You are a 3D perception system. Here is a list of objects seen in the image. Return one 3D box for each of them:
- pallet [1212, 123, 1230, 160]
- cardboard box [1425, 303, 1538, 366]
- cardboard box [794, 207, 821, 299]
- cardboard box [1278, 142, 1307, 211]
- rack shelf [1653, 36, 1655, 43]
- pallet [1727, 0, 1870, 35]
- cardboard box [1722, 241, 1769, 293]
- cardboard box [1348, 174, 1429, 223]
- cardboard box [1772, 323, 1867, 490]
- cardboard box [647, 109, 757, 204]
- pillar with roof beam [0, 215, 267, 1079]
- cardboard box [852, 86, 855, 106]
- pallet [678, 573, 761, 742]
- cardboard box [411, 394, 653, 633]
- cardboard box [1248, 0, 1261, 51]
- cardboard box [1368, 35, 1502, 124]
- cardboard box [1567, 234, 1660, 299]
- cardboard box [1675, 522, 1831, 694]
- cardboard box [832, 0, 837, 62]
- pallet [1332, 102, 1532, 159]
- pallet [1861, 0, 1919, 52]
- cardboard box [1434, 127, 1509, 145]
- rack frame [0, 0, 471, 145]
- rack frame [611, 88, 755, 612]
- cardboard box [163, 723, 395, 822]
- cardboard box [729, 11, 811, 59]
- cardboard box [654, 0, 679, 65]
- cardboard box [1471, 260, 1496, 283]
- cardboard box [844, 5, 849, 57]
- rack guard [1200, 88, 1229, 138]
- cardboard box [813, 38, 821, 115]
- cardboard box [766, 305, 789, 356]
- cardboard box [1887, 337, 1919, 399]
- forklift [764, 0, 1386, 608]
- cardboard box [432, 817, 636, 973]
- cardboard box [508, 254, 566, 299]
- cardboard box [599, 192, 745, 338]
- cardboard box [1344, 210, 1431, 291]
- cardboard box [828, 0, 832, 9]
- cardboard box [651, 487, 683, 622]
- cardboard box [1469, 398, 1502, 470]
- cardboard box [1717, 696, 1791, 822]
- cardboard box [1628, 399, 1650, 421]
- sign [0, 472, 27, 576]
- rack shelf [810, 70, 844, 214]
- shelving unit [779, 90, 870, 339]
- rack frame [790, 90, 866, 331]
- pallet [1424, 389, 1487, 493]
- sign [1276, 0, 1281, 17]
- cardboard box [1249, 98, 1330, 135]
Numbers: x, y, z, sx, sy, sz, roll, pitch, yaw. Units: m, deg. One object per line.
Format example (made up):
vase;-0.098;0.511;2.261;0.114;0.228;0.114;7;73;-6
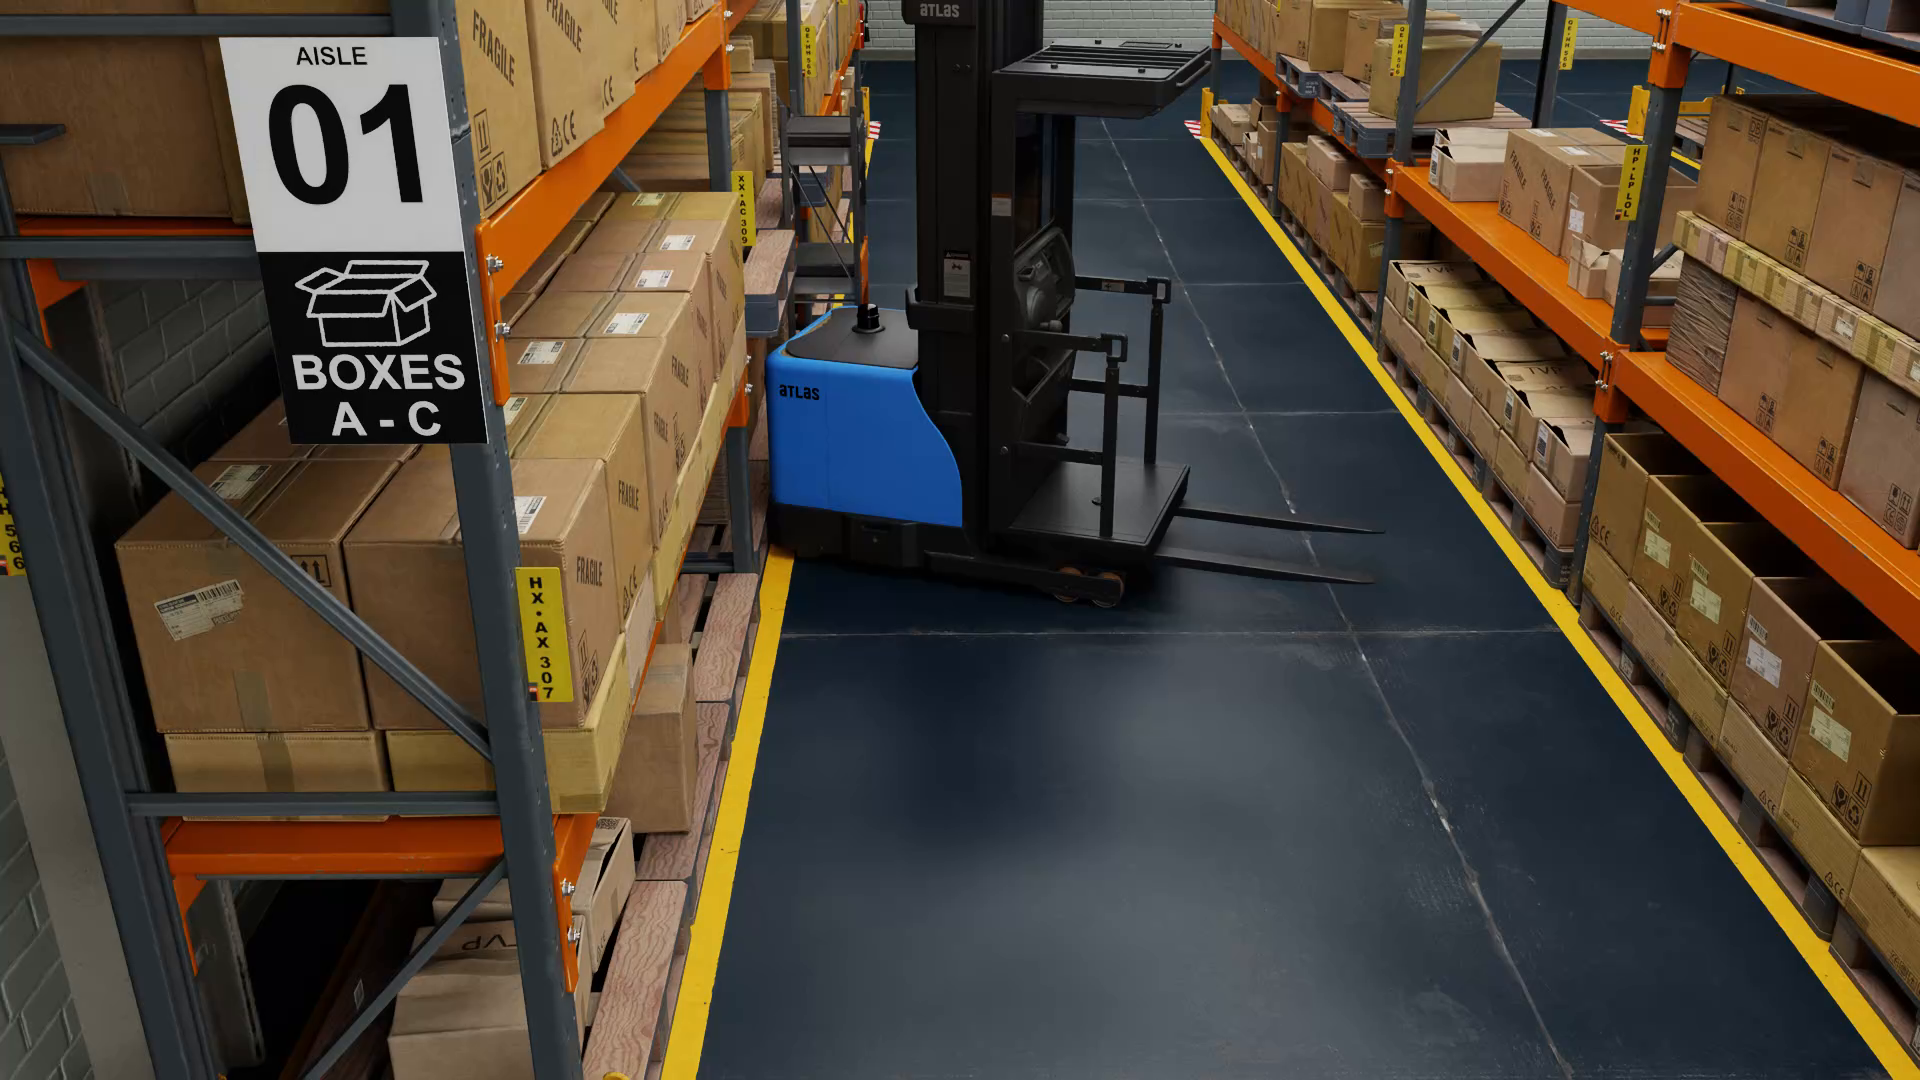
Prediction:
pallet;3.344;-4.382;18.182;1.003;0.211;1.213;0;24;-1
cardboard box;3.151;-1.266;10.056;0.500;0.311;0.500;-1;24;-2
cardboard box;-1.409;-2.207;12.090;0.750;0.750;0.750;-1;24;-1
cardboard box;3.139;-3.225;14.740;0.500;0.500;0.500;-1;24;-3
rack shelf;8.309;-4.881;16.775;1.077;0.370;4.000;0;24;-1
pallet;3.500;-2.043;6.094;1.003;0.211;1.213;0;24;-1
cardboard box;3.281;-1.087;6.605;0.380;0.149;0.250;-1;24;-2
cardboard box;3.171;-2.526;12.286;0.500;0.250;0.500;1;24;1
cardboard box;3.490;-0.506;6.108;0.700;0.500;0.500;0;24;0
cardboard box;-1.497;-2.001;8.879;0.700;0.500;0.500;3;25;7
pillar with roof beam;1.987;-2.433;3.209;9.100;9.000;0.400;0;24;-1
cardboard box;-1.512;-4.753;18.143;0.700;0.500;0.500;0;24;-1
pallet;-1.446;0.503;7.381;1.003;0.211;1.213;0;24;-1
cardboard box;-1.145;-0.080;4.534;0.500;0.500;0.500;0;24;0
cardboard box;3.101;-5.038;16.129;0.500;0.500;0.500;0;24;1
cardboard box;3.302;-3.212;11.580;0.700;0.500;0.500;-9;26;-18
cardboard box;3.271;-1.368;8.297;0.396;0.266;0.258;-1;24;-2
cardboard box;3.168;0.257;6.459;0.500;0.500;0.500;0;24;-1
cardboard box;-1.319;-4.341;14.202;0.500;0.500;0.500;-1;24;-1
pallet;3.344;-2.907;11.771;1.213;0.211;1.003;0;24;-1
pallet;3.510;-1.541;4.985;1.003;0.211;1.213;0;24;-1
cardboard box;3.381;-2.525;10.801;0.500;0.311;0.500;1;24;3
rack frame;-1.445;-2.129;2.537;1.000;3.000;0.127;0;24;-1
rack frame;-1.489;-1.044;7.418;1.000;3.000;0.127;0;24;-1
cardboard box;-1.644;0.472;4.224;0.500;0.250;0.500;0;24;0
cardboard box;-1.280;-3.424;11.264;0.500;0.250;0.500;0;24;1
cardboard box;-1.199;-1.821;5.352;0.500;0.500;0.500;-1;24;-3
cardboard box;3.673;-1.695;11.004;0.500;0.311;0.500;0;24;1
cardboard box;-1.568;-5.001;15.804;0.980;0.700;0.700;-1;24;-2
rack guard;3.335;-4.842;18.849;1.175;0.500;0.348;0;24;-1
cardboard box;-1.278;-3.299;11.898;0.500;0.500;0.500;1;24;1
cardboard box;-1.472;-1.457;10.831;0.700;0.500;0.500;0;24;0
cardboard box;3.295;-0.556;5.431;0.380;0.149;0.250;-1;24;-1
forklift;0.596;-1.255;7.969;3.031;2.935;1.130;8;25;16
cardboard box;-1.369;1.109;5.387;0.500;0.311;0.500;2;24;4
cardboard box;-1.691;-0.713;5.934;0.500;0.500;0.500;0;24;1
cardboard box;-1.174;-1.133;6.862;0.500;0.500;0.500;0;24;-1
cardboard box;3.176;-2.162;12.389;0.500;0.500;0.500;1;24;2
cardboard box;-1.319;-4.470;13.577;0.500;0.250;0.500;0;24;1
cardboard box;-1.152;0.037;5.185;0.500;0.250;0.500;-1;24;-1
cardboard box;3.161;-0.595;9.252;0.500;0.250;0.500;0;24;1
cardboard box;3.179;0.805;6.158;0.500;0.250;0.500;0;24;-1
cardboard box;3.709;-0.639;8.670;0.500;0.311;0.500;-1;24;-1
sign;-2.000;-0.073;3.482;0.100;0.325;0.005;0;24;-1
rack shelf;-1.554;-3.188;13.032;1.077;0.370;4.000;0;24;-1
shelving unit;-0.734;-1.398;9.294;0.431;2.100;0.503;0;24;1
rack frame;-0.730;-1.499;9.516;0.400;2.100;0.015;0;24;1
pallet;3.401;-0.604;9.830;1.003;0.211;1.213;0;24;-1
sign;2.835;-4.753;14.568;0.100;0.325;0.005;0;24;-1
cardboard box;3.352;-4.201;16.894;0.797;0.503;0.637;0;24;-1
